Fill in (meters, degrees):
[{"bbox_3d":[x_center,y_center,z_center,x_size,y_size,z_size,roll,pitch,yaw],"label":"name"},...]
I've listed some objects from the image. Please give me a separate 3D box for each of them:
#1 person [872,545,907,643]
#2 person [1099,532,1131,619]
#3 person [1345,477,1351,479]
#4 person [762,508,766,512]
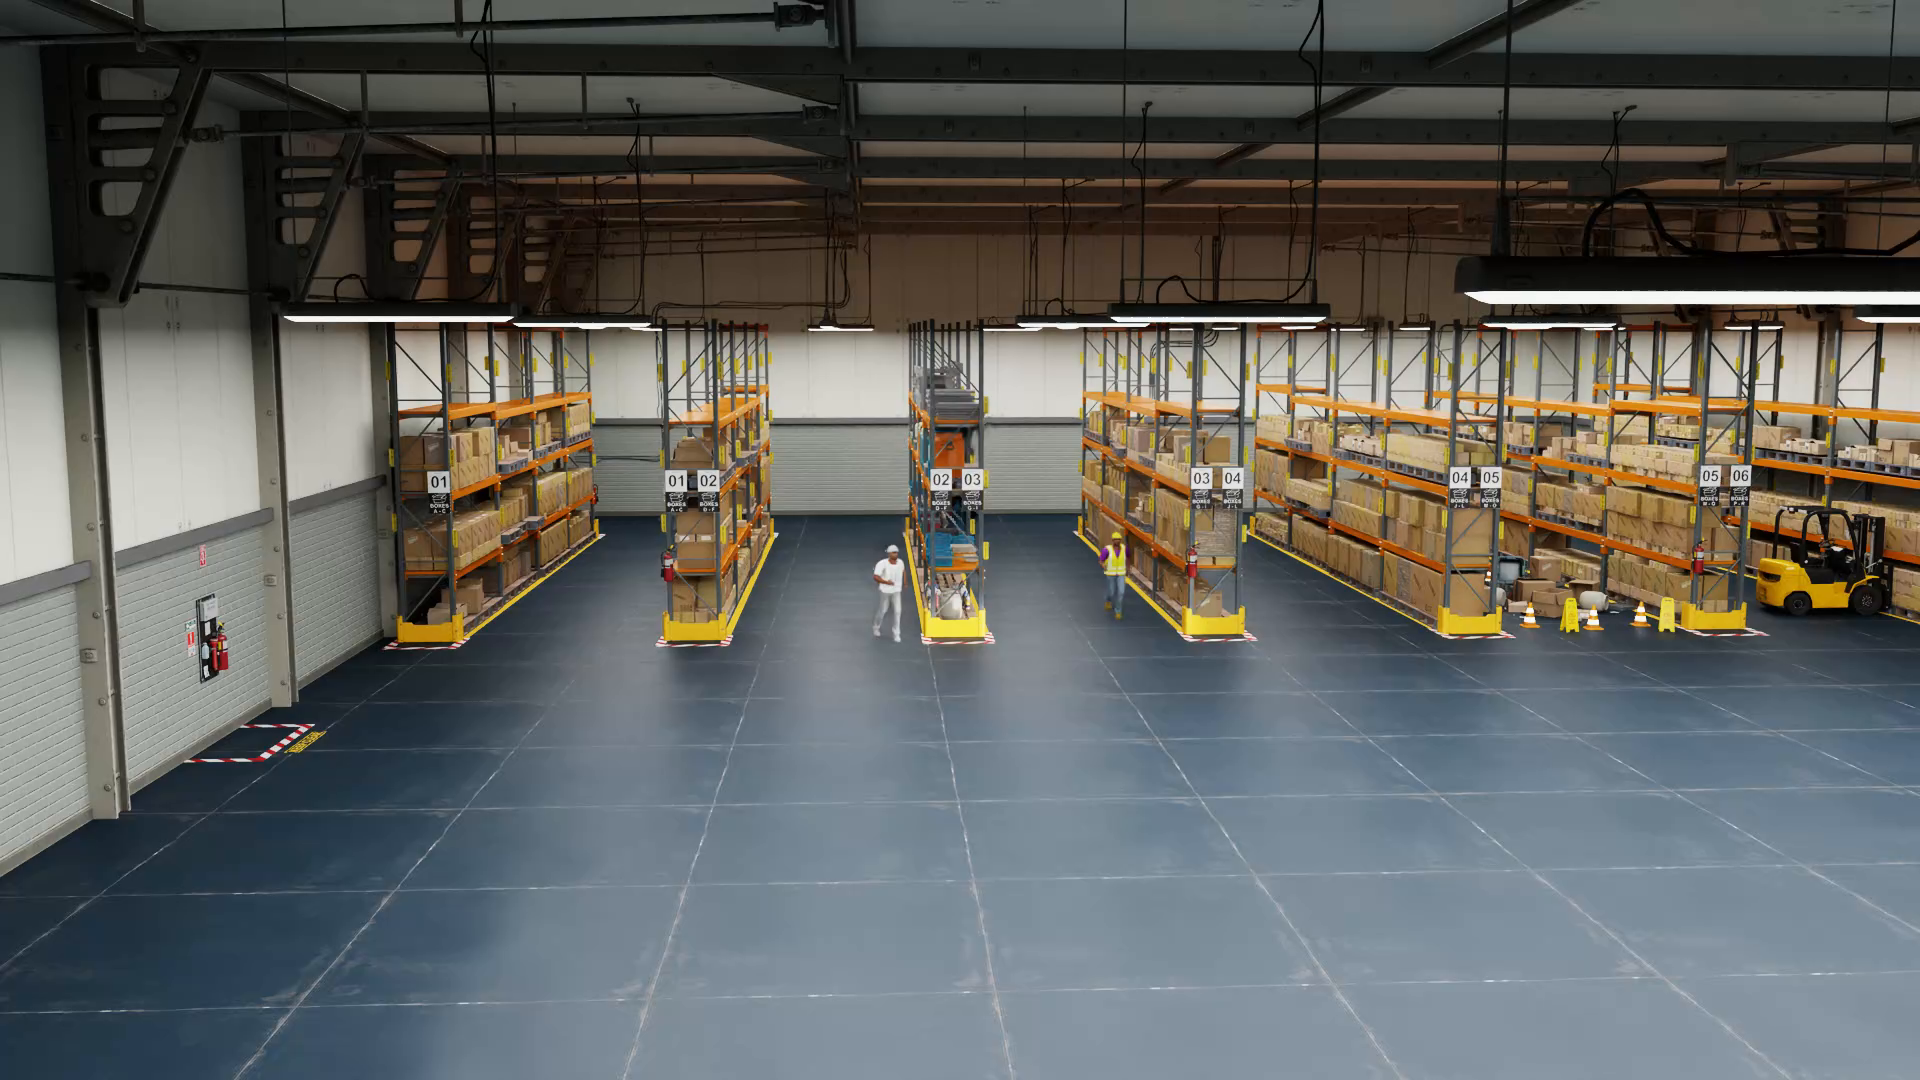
[{"bbox_3d":[-1.289,1.000,31.234,0.738,1.826,0.798,-4,8,-27],"label":"person"},{"bbox_3d":[3.151,0.693,33.751,0.686,1.745,0.900,-1,7,-6],"label":"person"},{"bbox_3d":[10.848,-0.868,46.404,0.671,1.748,0.581,-2,7,-16],"label":"person"},{"bbox_3d":[-5.977,-1.084,48.308,0.828,1.700,0.576,1,7,5],"label":"person"}]
